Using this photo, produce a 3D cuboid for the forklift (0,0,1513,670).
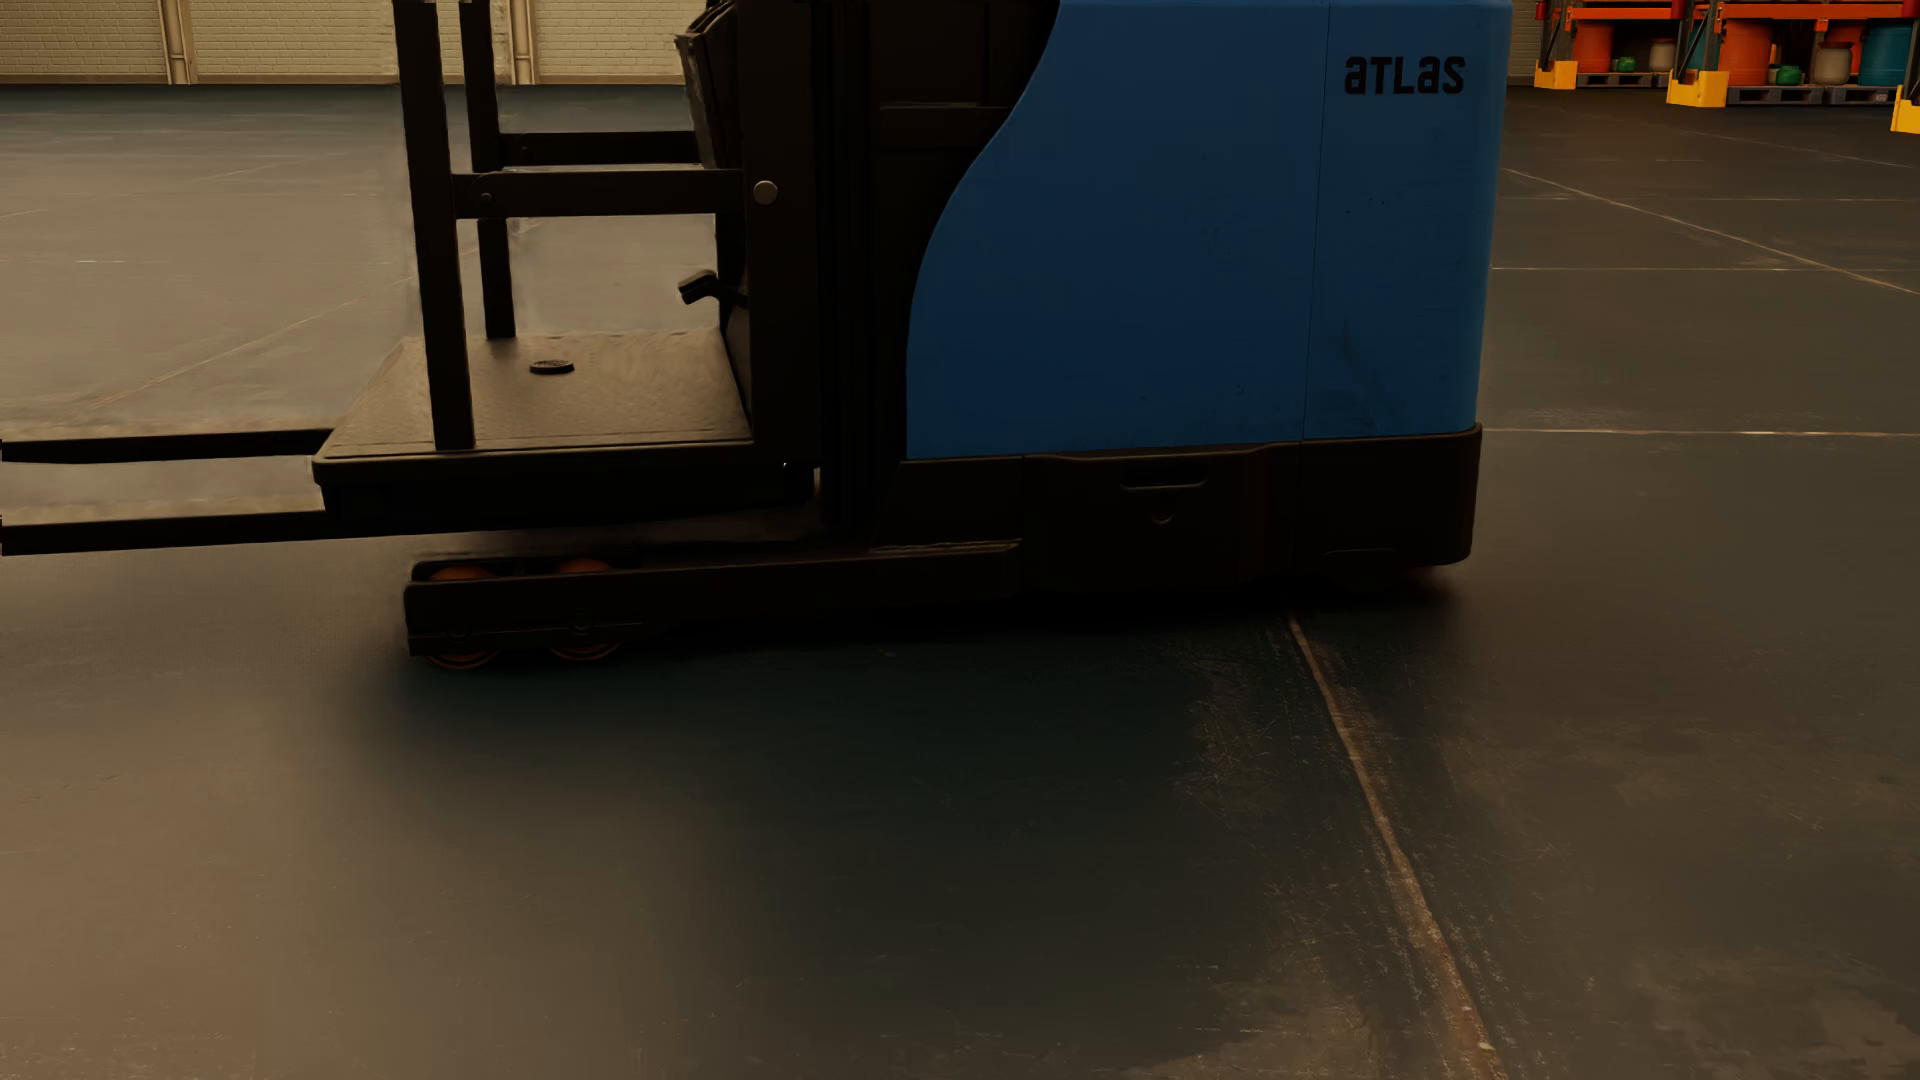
[{"bbox_3d":[-0.628,-1.360,2.807,3.031,2.935,1.130,-3,18,-10],"label":"forklift"}]
